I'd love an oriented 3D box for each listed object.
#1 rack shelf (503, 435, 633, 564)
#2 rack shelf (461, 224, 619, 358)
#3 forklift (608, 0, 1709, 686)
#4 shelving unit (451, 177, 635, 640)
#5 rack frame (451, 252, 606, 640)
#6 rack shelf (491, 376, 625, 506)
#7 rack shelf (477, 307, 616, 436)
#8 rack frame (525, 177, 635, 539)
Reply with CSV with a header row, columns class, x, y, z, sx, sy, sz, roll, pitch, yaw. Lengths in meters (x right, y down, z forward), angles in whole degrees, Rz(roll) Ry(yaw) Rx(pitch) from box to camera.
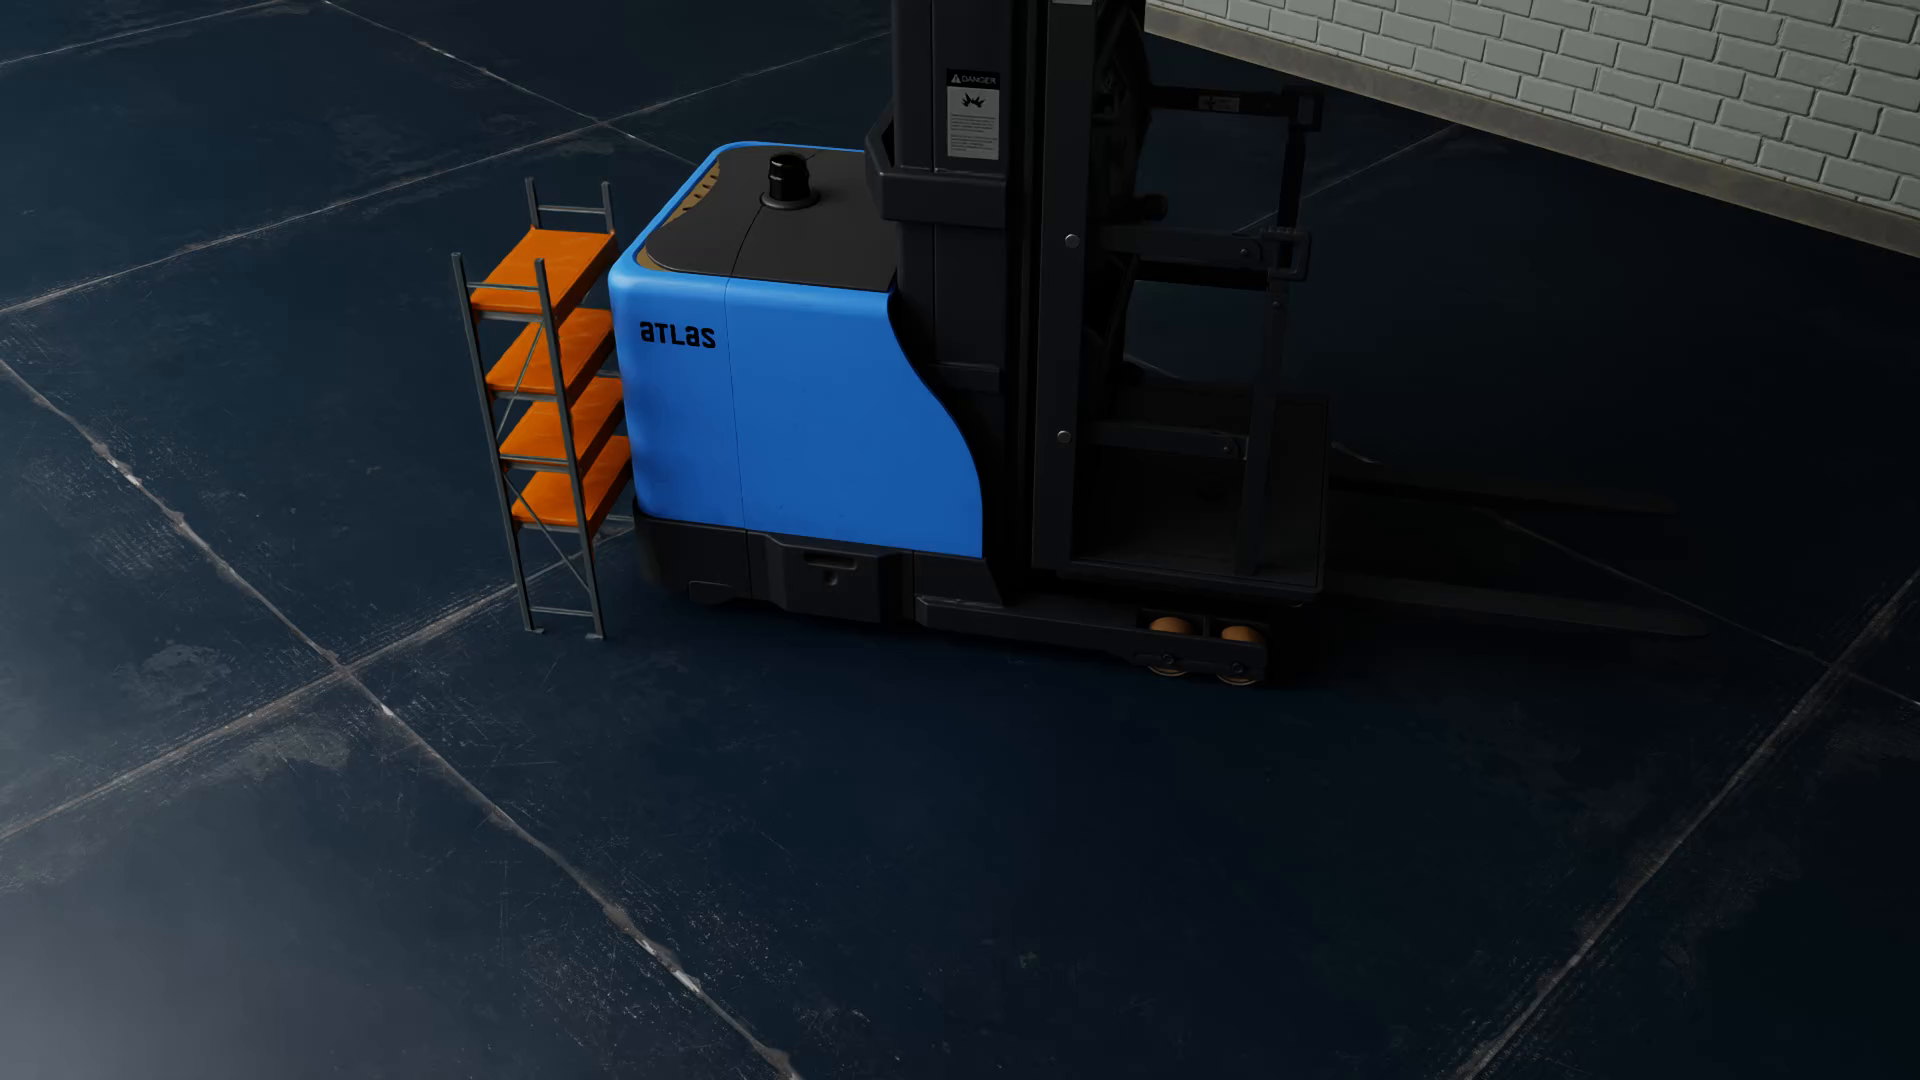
class,x,y,z,sx,sy,sz,roll,pitch,yaw
rack shelf,-1.113,-0.137,4.861,0.258,0.148,0.480,5,35,8
rack shelf,-1.118,-0.678,4.485,0.258,0.148,0.480,5,35,8
forklift,0.612,-1.128,4.305,3.031,2.935,1.130,7,35,10
shelving unit,-1.115,-0.356,4.709,0.258,1.200,0.503,5,35,8
rack frame,-1.156,-0.218,4.512,0.240,1.200,0.015,5,35,8
rack shelf,-1.114,-0.300,4.747,0.258,0.148,0.480,5,35,8
rack shelf,-1.116,-0.484,4.620,0.258,0.148,0.480,5,35,8
rack frame,-1.073,-0.493,4.906,0.240,1.200,0.015,5,35,8
